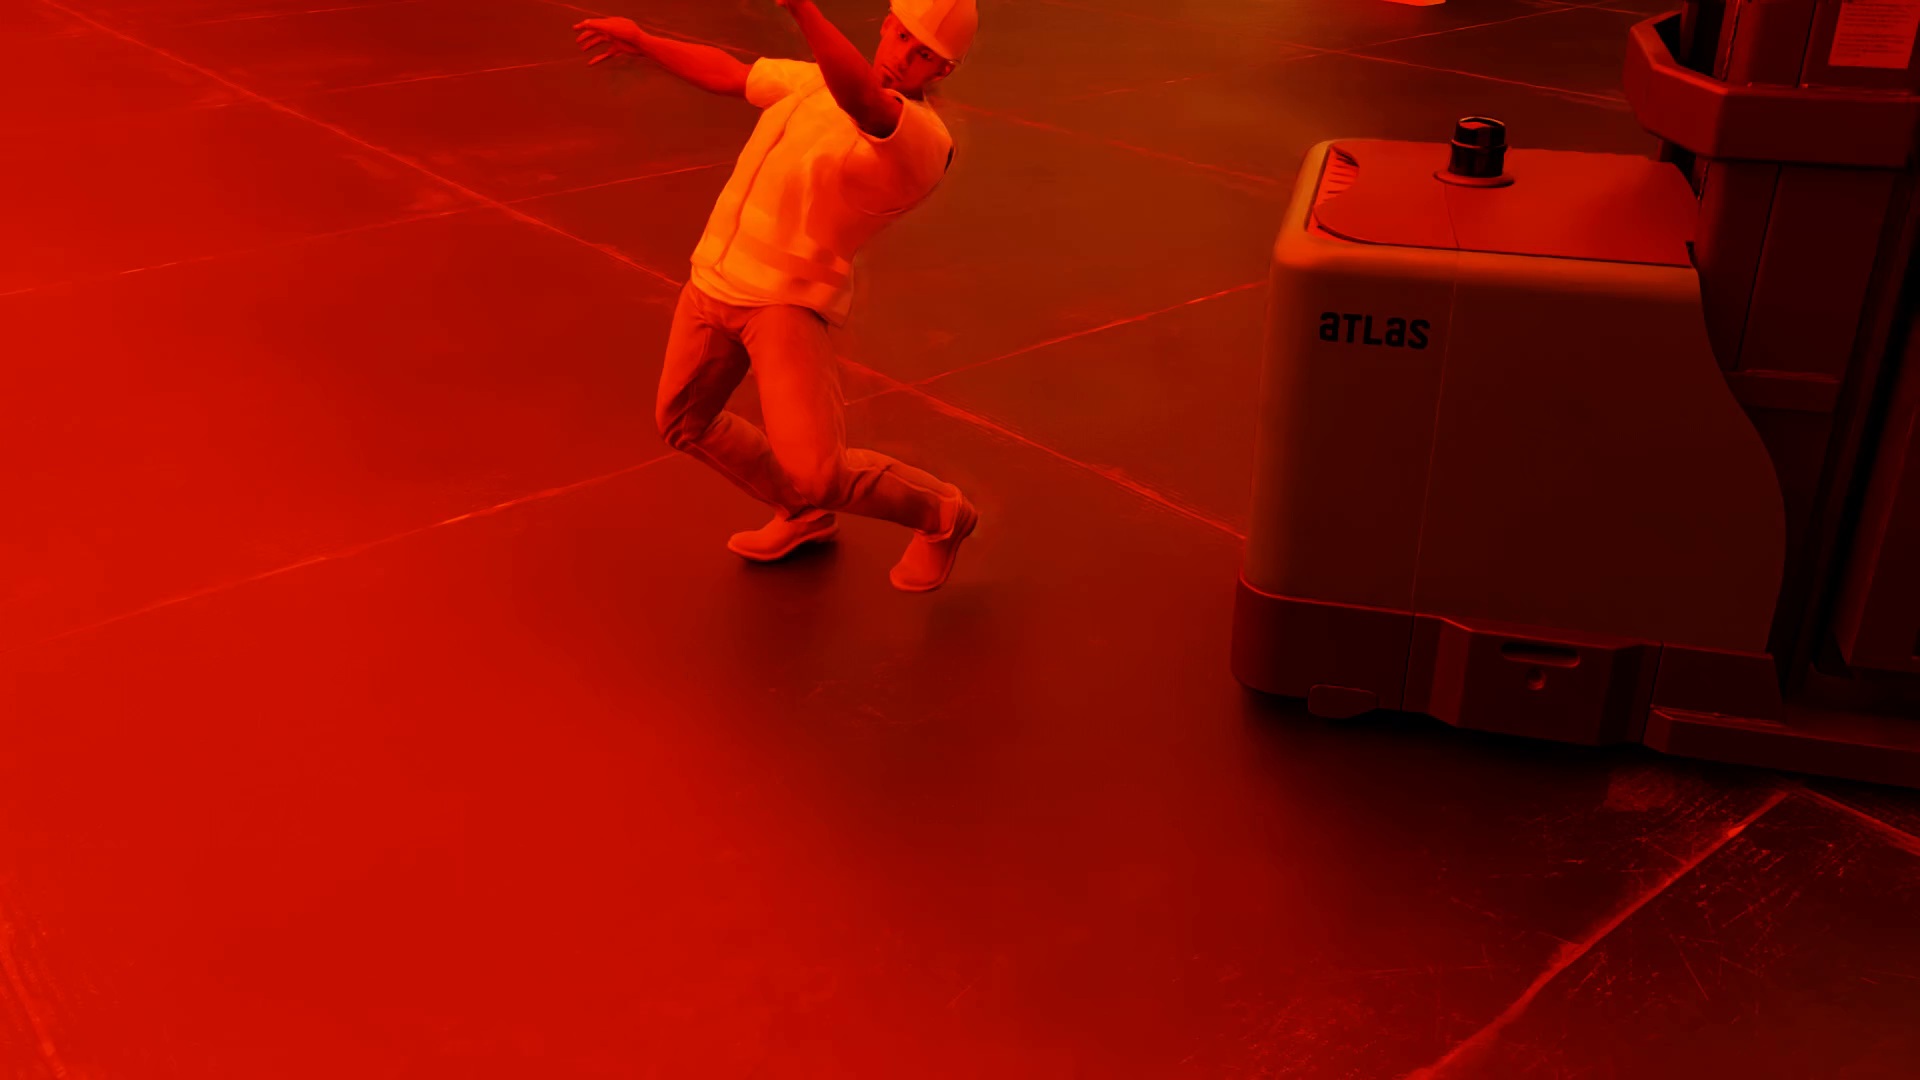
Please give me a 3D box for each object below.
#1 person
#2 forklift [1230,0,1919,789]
[{"bbox_3d":[-0.448,-0.698,4.087,0.709,1.596,1.109,-22,34,-37],"label":"person"},{"bbox_3d":[2.186,-0.972,3.161,3.031,2.935,1.130,7,27,13],"label":"forklift"}]
